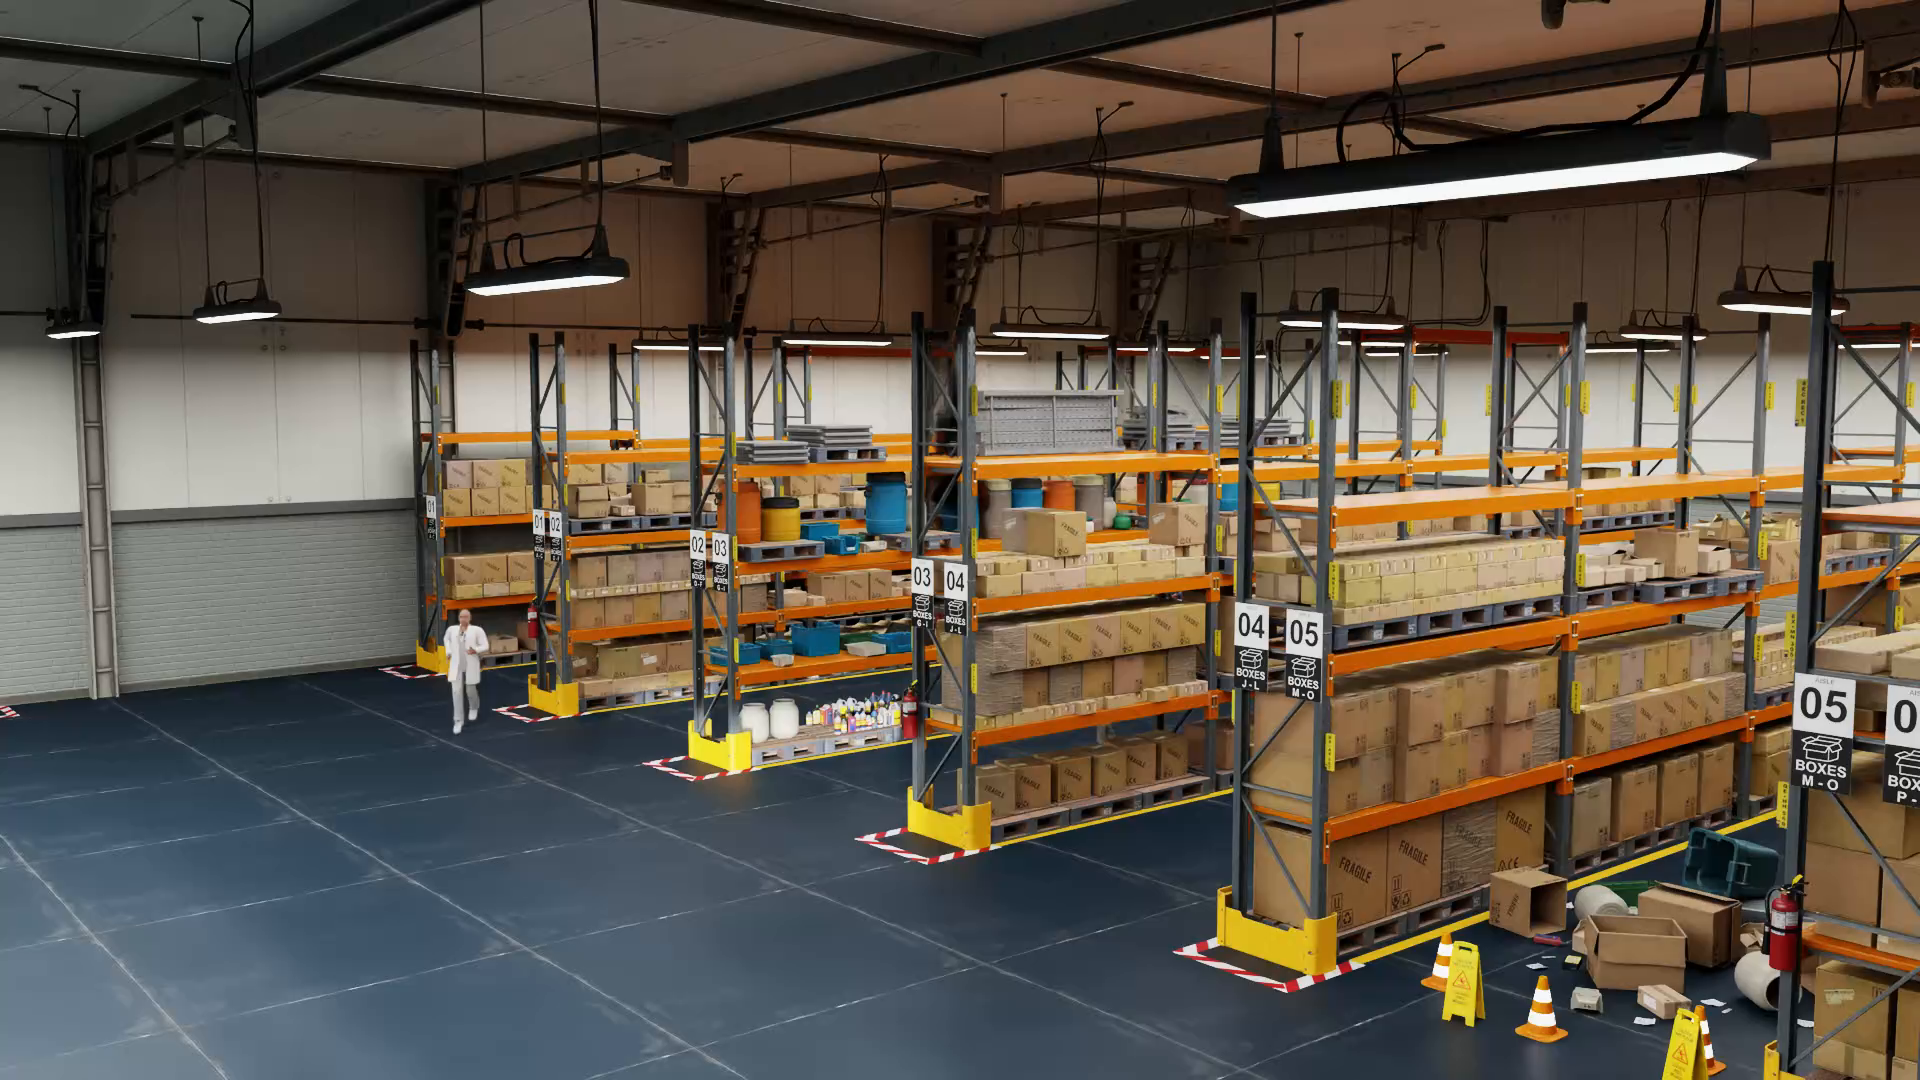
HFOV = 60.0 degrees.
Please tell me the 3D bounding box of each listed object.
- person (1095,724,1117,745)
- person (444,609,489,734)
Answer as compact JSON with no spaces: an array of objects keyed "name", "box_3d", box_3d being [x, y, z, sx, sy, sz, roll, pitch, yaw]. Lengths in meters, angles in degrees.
[{"name":"person","box_3d":[2.036,2.192,23.184,0.642,1.692,0.761,4,7,37]},{"name":"person","box_3d":[-7.469,1.942,25.125,0.705,1.802,1.046,-1,5,-5]}]
